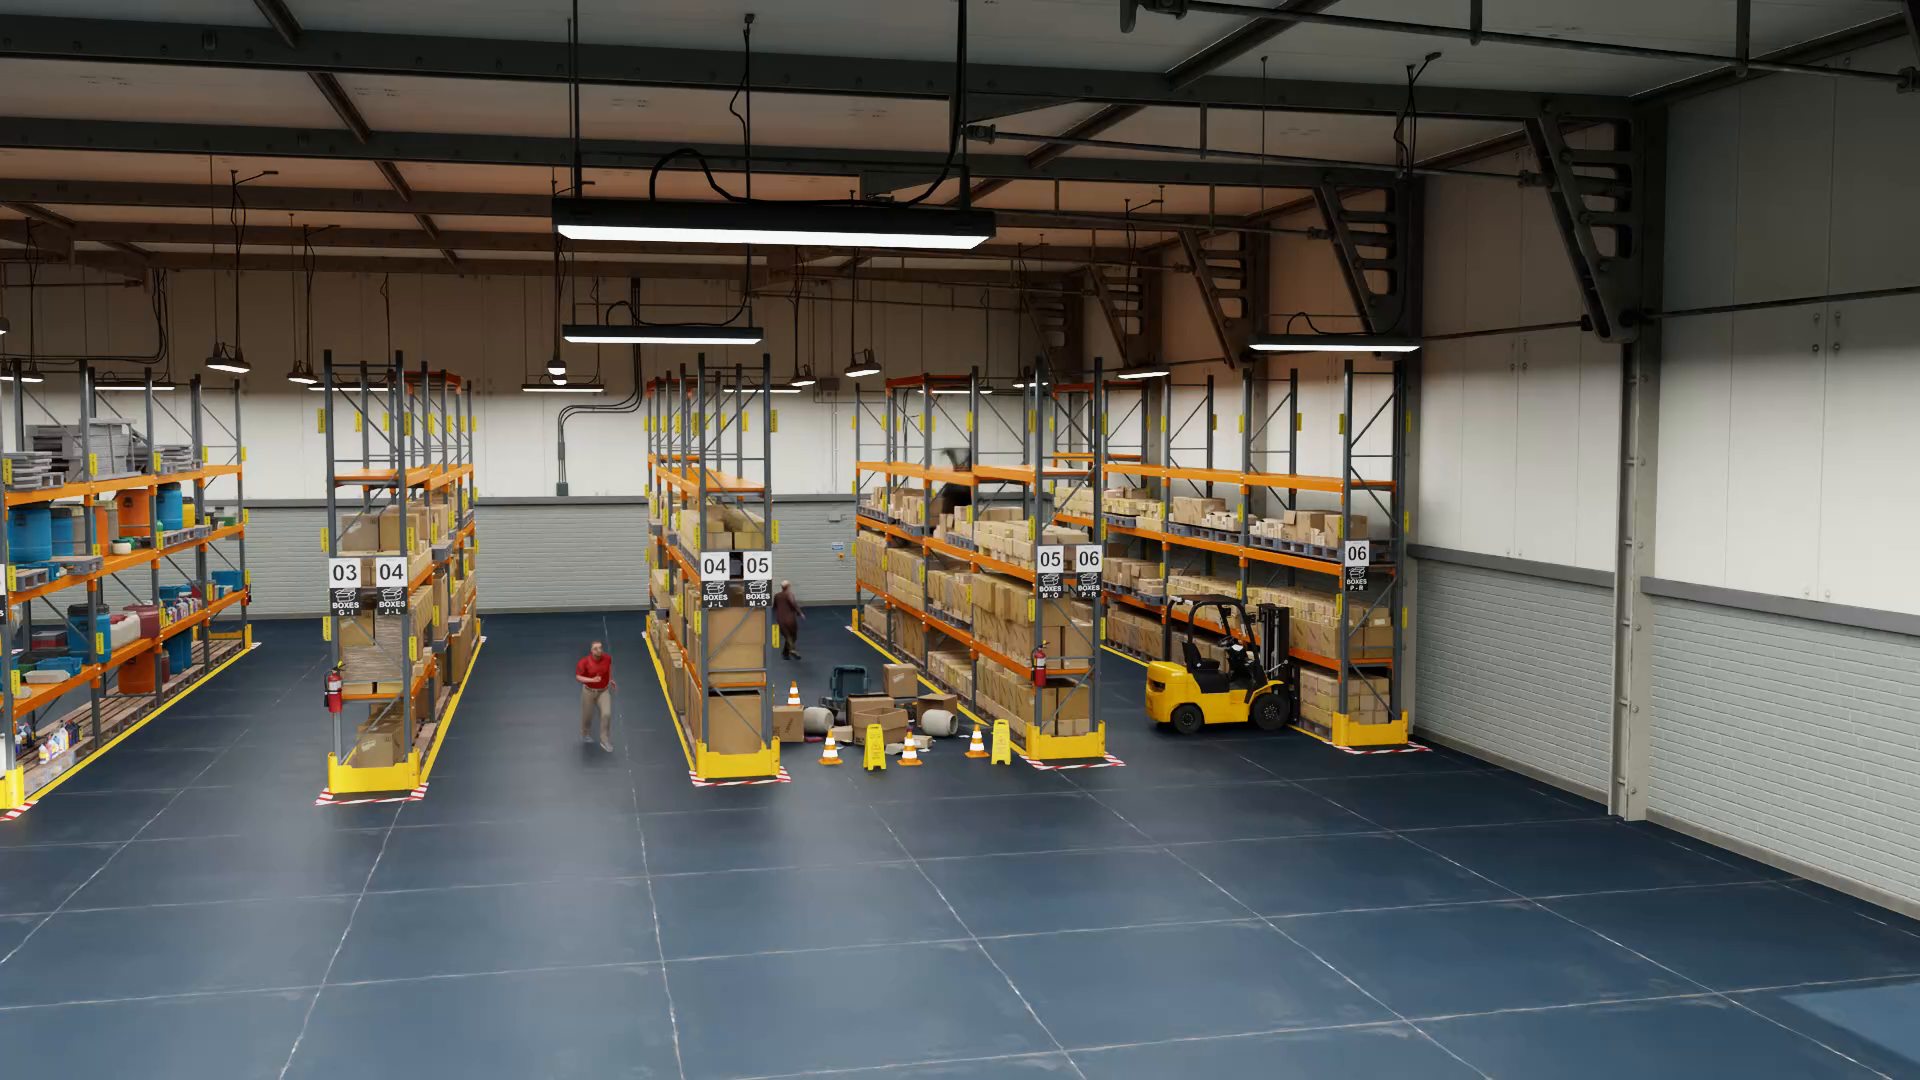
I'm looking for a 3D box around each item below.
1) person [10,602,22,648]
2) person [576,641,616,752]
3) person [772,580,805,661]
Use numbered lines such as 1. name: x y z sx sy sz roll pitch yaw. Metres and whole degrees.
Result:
1. person: -21.265 1.558 37.141 0.560 1.721 0.719 1 4 17
2. person: -5.613 2.382 25.631 0.667 1.706 0.975 -2 4 -26
3. person: -3.653 1.733 35.054 0.820 1.732 0.756 1 4 18
